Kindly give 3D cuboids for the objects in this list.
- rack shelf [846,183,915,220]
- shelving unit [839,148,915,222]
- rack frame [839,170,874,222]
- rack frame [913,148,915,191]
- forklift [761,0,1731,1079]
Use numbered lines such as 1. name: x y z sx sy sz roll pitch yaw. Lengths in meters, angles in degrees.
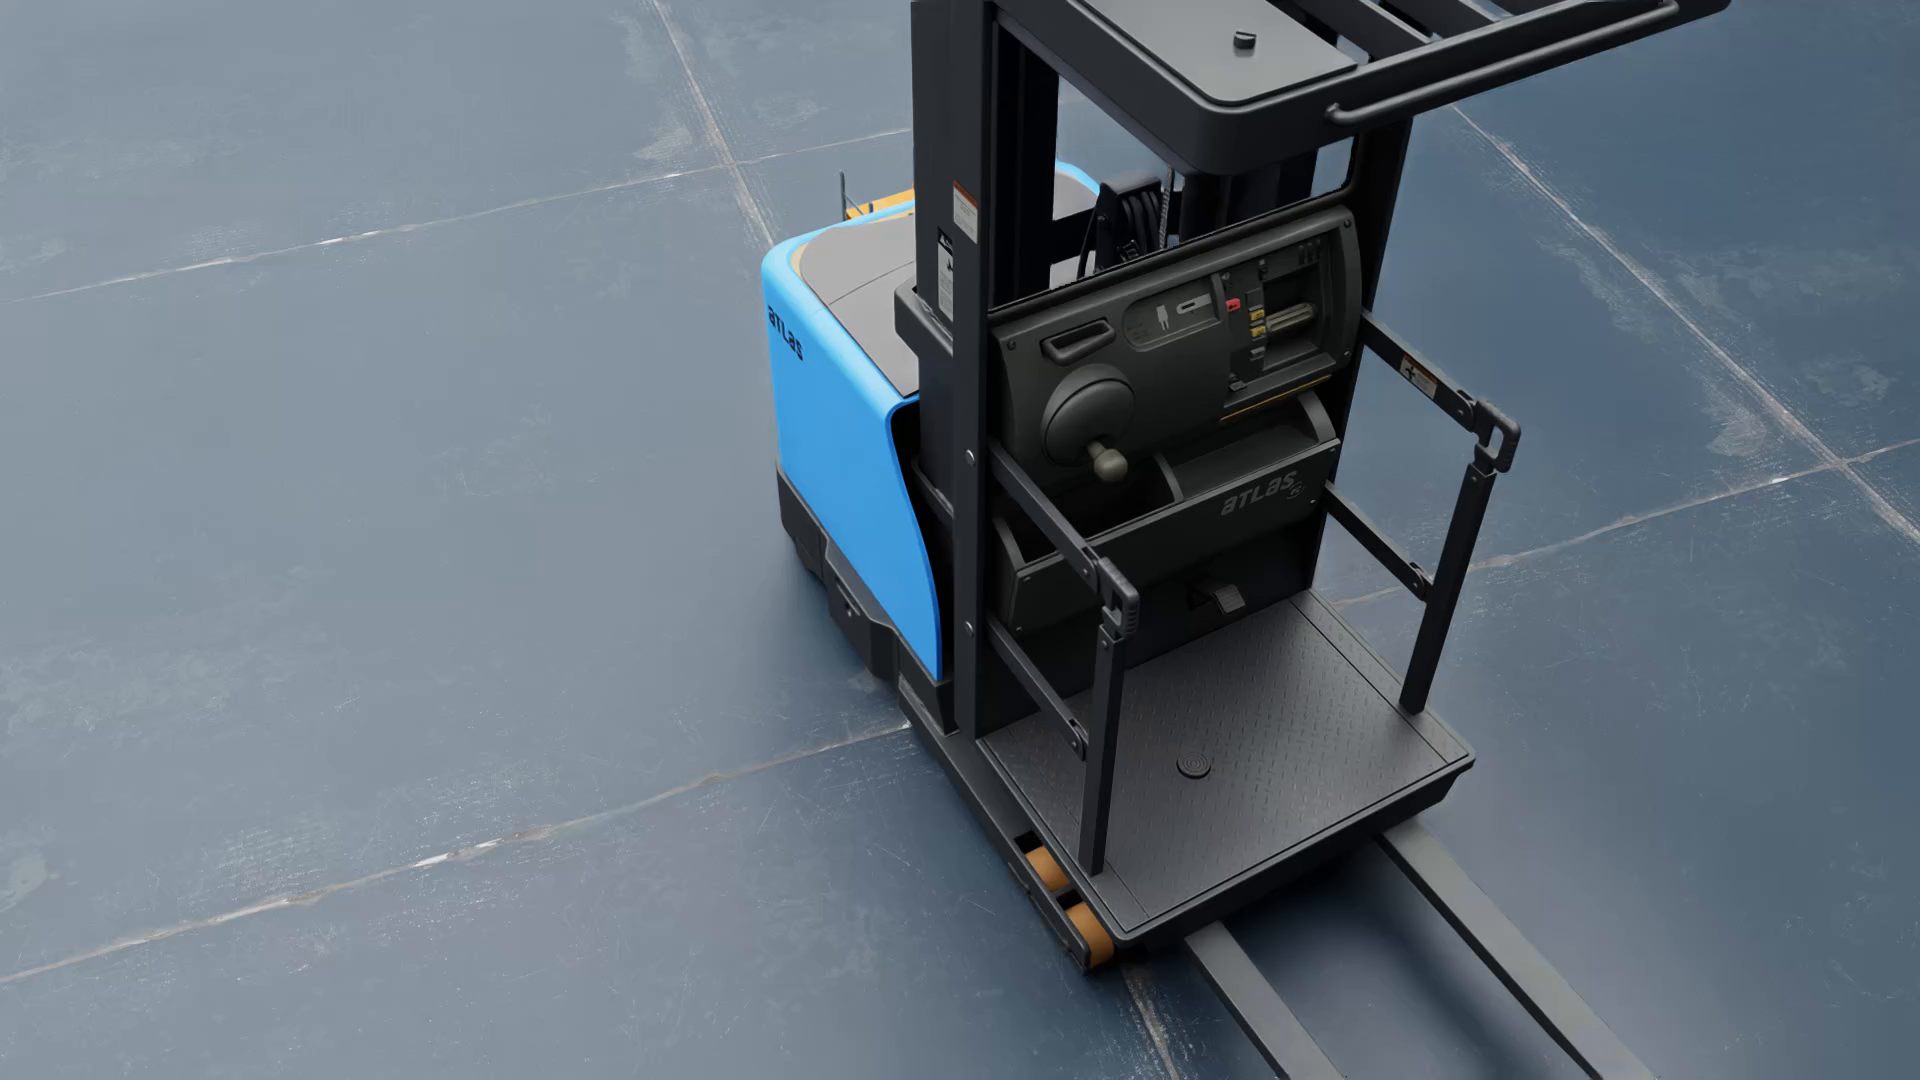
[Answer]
1. rack shelf: -0.193 -0.880 5.000 0.240 0.259 0.215 -22 49 -21
2. shelving unit: -0.192 -0.687 5.193 0.252 1.050 0.215 -22 49 -21
3. rack frame: -0.298 -0.644 5.151 0.008 1.050 0.200 -22 49 -21
4. rack frame: -0.087 -0.730 5.236 0.008 1.050 0.200 -22 49 -21
5. forklift: 0.607 -0.338 3.518 1.130 2.935 3.031 -22 49 -21
